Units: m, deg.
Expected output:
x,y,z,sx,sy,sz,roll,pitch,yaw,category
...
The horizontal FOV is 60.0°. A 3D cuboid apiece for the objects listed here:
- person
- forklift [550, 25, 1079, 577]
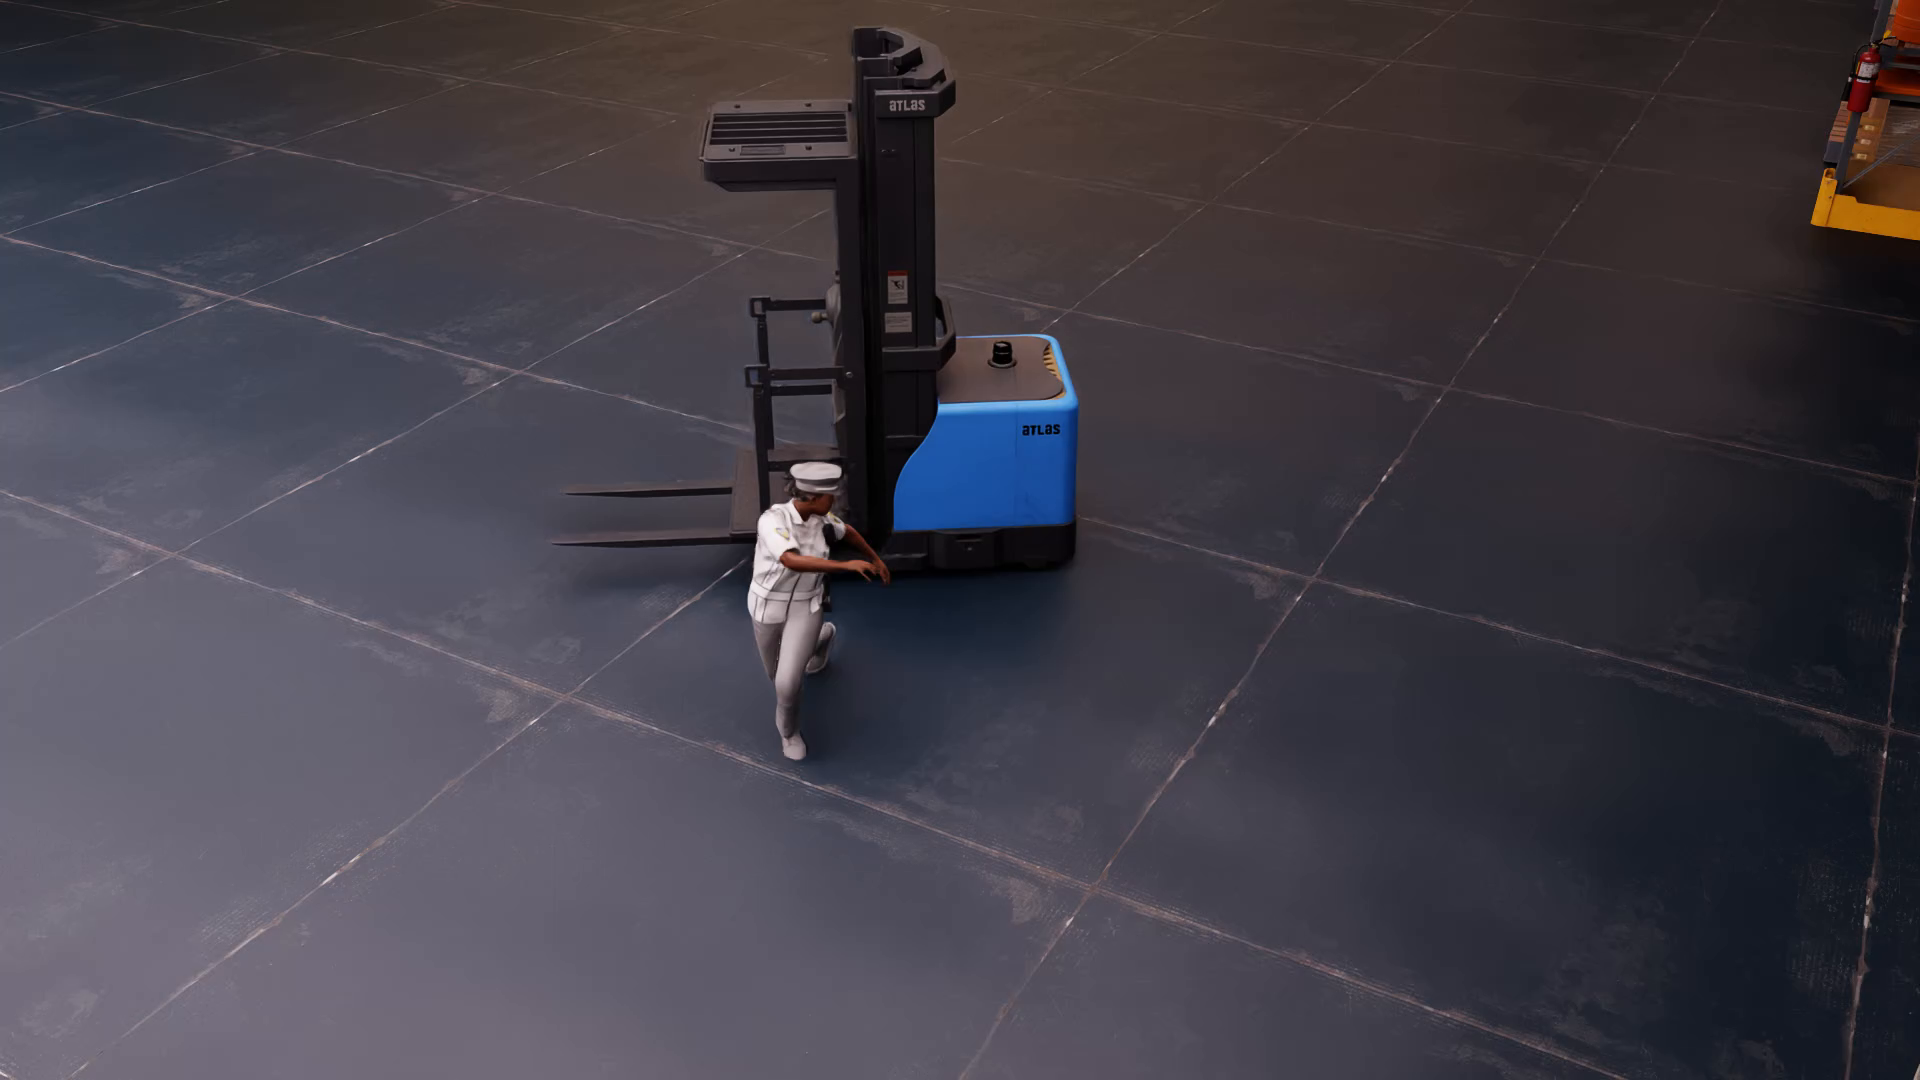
x,y,z,sx,sy,sz,roll,pitch,yaw,category
-0.693,0.281,8.182,0.695,1.439,0.917,-1,30,-2,person
-0.869,-1.288,9.302,3.031,2.935,1.130,-2,30,-4,forklift
